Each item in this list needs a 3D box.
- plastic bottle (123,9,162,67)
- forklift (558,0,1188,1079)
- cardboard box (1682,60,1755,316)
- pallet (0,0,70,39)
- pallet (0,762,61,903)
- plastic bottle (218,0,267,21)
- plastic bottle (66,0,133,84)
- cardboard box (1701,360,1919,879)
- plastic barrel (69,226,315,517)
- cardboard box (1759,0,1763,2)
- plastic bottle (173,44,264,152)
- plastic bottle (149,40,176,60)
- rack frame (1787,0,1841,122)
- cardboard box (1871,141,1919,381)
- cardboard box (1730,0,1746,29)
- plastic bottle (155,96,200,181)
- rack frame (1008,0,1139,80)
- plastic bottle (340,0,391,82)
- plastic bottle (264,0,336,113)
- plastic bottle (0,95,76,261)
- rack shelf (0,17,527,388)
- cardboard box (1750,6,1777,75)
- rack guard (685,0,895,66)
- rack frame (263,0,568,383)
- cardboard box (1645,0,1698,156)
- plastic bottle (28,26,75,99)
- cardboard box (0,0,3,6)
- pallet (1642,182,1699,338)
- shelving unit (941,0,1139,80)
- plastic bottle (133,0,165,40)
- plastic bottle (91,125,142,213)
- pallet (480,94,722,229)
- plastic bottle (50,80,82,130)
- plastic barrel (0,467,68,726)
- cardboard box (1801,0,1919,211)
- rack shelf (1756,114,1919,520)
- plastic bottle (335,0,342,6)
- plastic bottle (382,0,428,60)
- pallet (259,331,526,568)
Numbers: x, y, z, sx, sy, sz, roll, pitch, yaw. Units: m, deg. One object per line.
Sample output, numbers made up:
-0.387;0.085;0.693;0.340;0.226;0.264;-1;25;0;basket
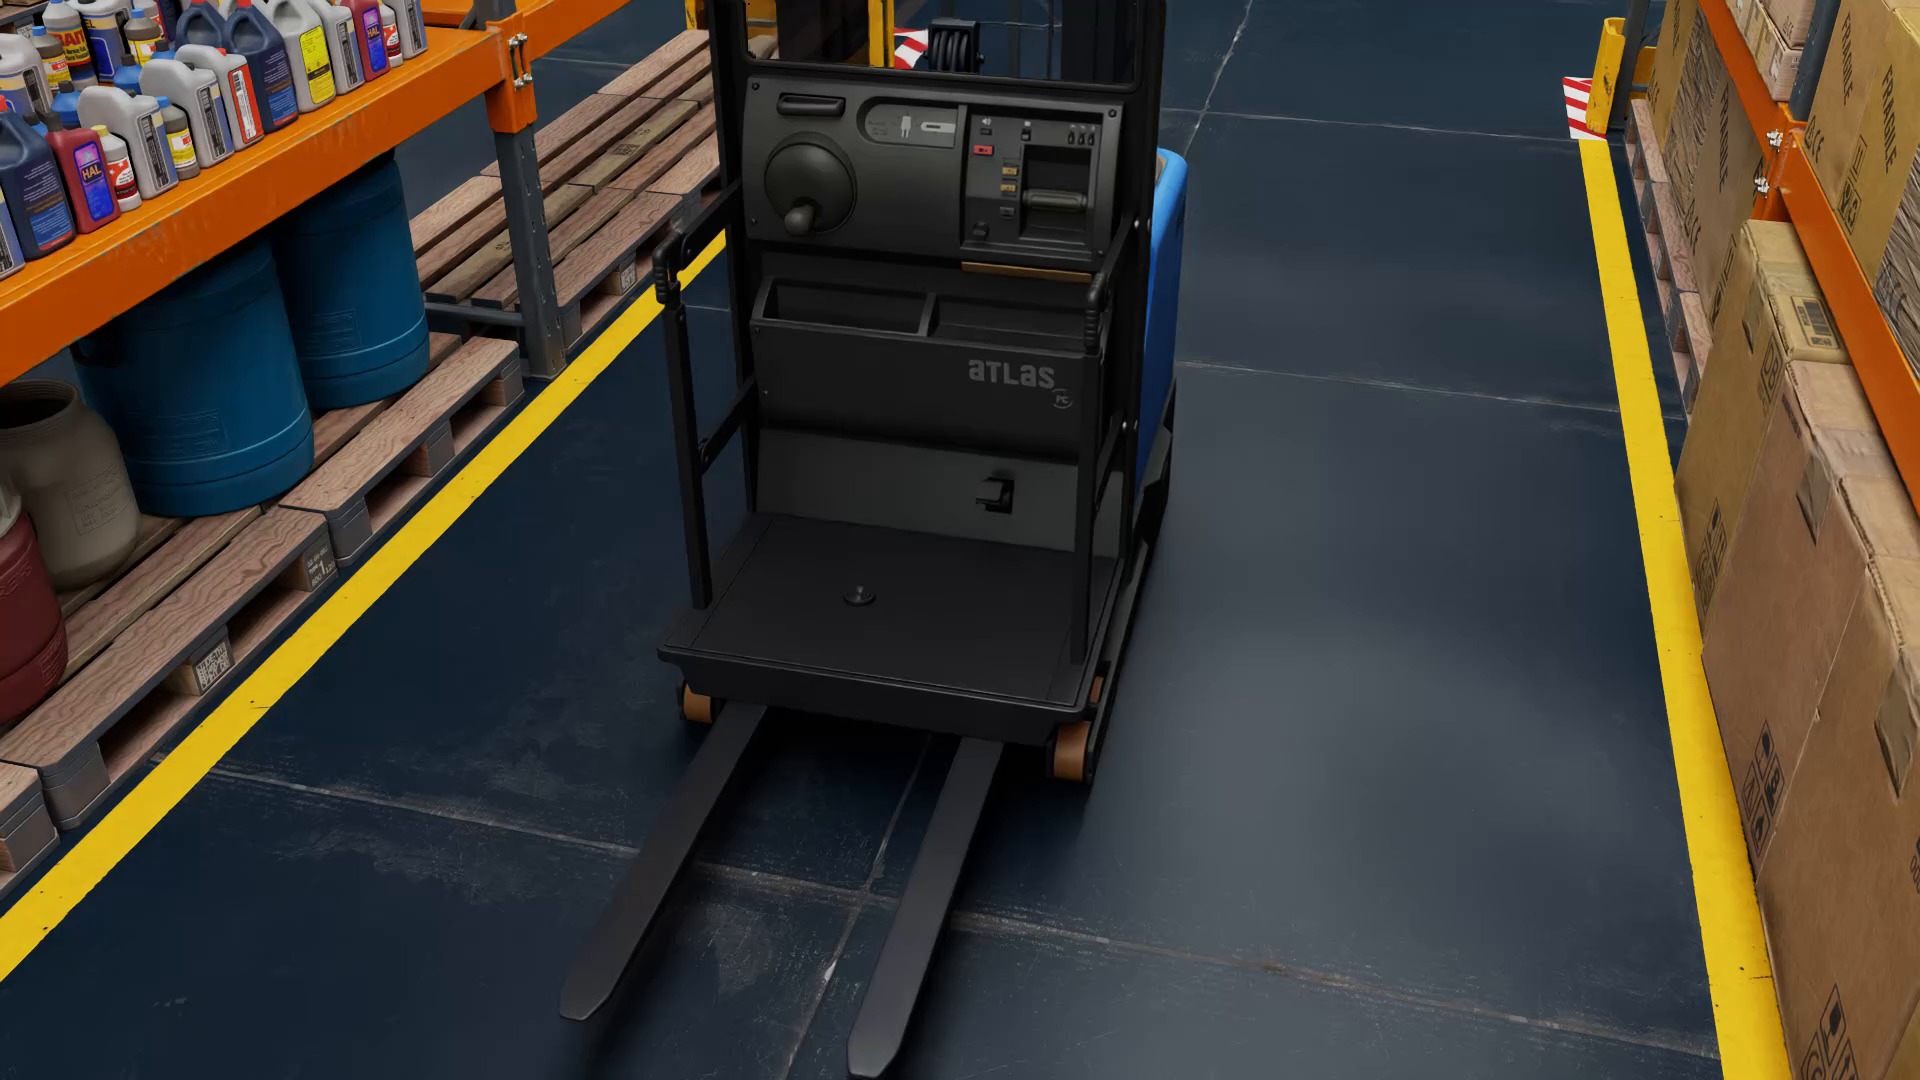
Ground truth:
-2.432;-1.481;4.969;0.097;0.201;0.097;0;32;0;plastic bottle
-0.125;-0.842;3.843;1.130;2.935;3.031;7;33;11;forklift
3.285;-1.355;6.175;0.875;0.875;0.875;8;33;12;cardboard box
-5.975;-3.072;9.886;1.003;0.211;1.213;8;33;12;pallet
-2.834;0.887;3.657;1.003;0.211;1.213;8;33;12;pallet
-2.035;-1.428;4.746;0.144;0.351;0.185;8;33;12;plastic bottle
-2.558;-1.520;4.960;0.152;0.276;0.135;8;33;12;plastic bottle
2.443;0.242;3.662;1.225;0.875;0.875;7;33;11;cardboard box
-2.313;-0.595;4.954;0.600;0.901;0.708;8;33;12;plastic barrel
2.799;-1.872;5.261;0.500;0.250;0.500;9;34;14;cardboard box
-1.987;-1.198;4.454;0.152;0.276;0.135;8;33;12;plastic bottle
-2.112;-1.204;4.467;0.097;0.271;0.097;0;32;0;plastic bottle
2.812;-1.276;4.461;1.000;3.000;0.127;8;33;12;rack frame
2.199;-0.593;3.293;0.500;0.500;0.500;7;33;11;cardboard box
2.768;-1.773;5.477;0.380;0.149;0.250;9;33;13;cardboard box
-2.024;-1.033;4.264;0.097;0.201;0.097;0;32;0;plastic bottle
0.427;-1.581;6.339;0.500;1.500;0.032;7;33;11;rack frame
-1.781;-1.526;4.964;0.061;0.283;0.133;8;33;12;plastic bottle
-1.896;-1.408;4.715;0.144;0.351;0.185;8;33;12;plastic bottle
-2.175;-0.836;3.816;0.144;0.351;0.185;8;33;12;plastic bottle
-2.487;-0.609;4.082;1.077;0.370;4.000;8;33;12;rack shelf
2.638;-1.507;5.058;0.380;0.149;0.250;9;33;13;cardboard box
-0.970;-2.985;9.480;1.175;0.500;0.348;8;33;12;rack guard
-1.979;-1.950;5.522;1.000;3.000;0.127;8;33;12;rack frame
3.742;-2.289;7.644;0.875;0.875;0.875;8;33;12;cardboard box
-2.638;-1.381;4.812;0.097;0.201;0.097;0;32;0;plastic bottle
-5.844;-3.179;9.685;0.380;0.166;0.250;8;33;12;cardboard box
3.388;-1.118;6.812;1.003;0.211;1.213;8;33;12;pallet
0.307;-1.316;5.922;0.538;1.500;1.048;7;33;11;shelving unit
-2.530;-1.603;5.160;0.097;0.201;0.097;0;32;0;plastic bottle
-2.083;-0.913;4.075;0.097;0.201;0.097;0;32;0;plastic bottle
-1.522;-1.795;7.878;1.003;0.211;1.213;8;33;12;pallet
-2.205;-1.013;4.168;0.097;0.271;0.097;0;32;0;plastic bottle
-2.600;0.124;4.116;0.600;0.588;0.708;8;33;12;plastic barrel
2.453;-1.113;4.112;0.500;0.500;0.500;8;33;13;cardboard box
2.304;0.065;3.022;1.077;0.370;4.000;8;33;12;rack shelf
-1.892;-1.625;5.196;0.097;0.201;0.097;0;32;0;plastic bottle
-1.766;-1.649;5.164;0.152;0.276;0.135;8;33;12;plastic bottle
-2.215;-0.379;5.649;1.003;0.211;1.213;8;33;12;pallet
